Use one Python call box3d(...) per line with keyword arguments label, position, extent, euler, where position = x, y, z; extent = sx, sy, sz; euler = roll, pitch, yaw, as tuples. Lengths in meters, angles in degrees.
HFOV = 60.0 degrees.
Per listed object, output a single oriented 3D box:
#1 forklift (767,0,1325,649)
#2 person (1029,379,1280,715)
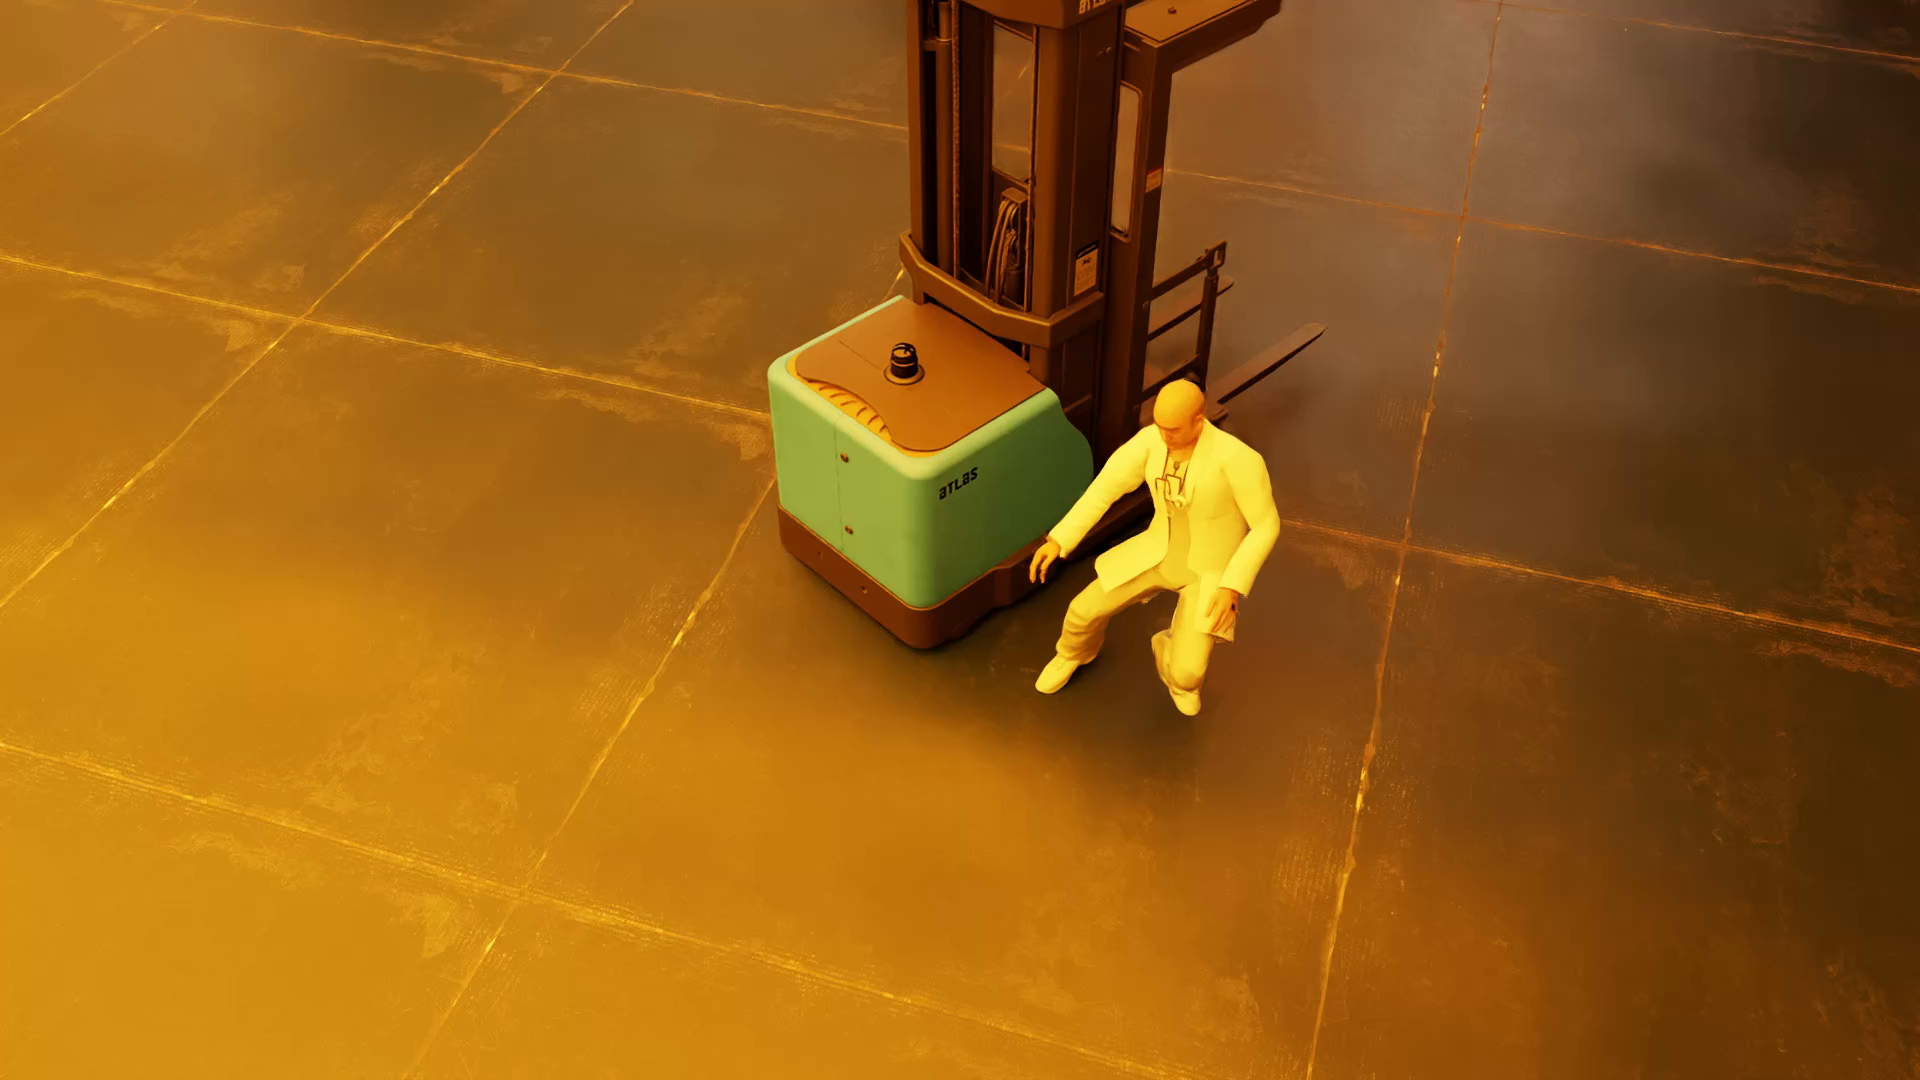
box3d(label="forklift", position=(0.582, -1.483, 7.283), extent=(3.031, 2.935, 1.130), euler=(-33, 52, -30))
box3d(label="person", position=(0.746, 0.137, 6.526), extent=(0.854, 1.599, 0.757), euler=(31, 51, 29))
